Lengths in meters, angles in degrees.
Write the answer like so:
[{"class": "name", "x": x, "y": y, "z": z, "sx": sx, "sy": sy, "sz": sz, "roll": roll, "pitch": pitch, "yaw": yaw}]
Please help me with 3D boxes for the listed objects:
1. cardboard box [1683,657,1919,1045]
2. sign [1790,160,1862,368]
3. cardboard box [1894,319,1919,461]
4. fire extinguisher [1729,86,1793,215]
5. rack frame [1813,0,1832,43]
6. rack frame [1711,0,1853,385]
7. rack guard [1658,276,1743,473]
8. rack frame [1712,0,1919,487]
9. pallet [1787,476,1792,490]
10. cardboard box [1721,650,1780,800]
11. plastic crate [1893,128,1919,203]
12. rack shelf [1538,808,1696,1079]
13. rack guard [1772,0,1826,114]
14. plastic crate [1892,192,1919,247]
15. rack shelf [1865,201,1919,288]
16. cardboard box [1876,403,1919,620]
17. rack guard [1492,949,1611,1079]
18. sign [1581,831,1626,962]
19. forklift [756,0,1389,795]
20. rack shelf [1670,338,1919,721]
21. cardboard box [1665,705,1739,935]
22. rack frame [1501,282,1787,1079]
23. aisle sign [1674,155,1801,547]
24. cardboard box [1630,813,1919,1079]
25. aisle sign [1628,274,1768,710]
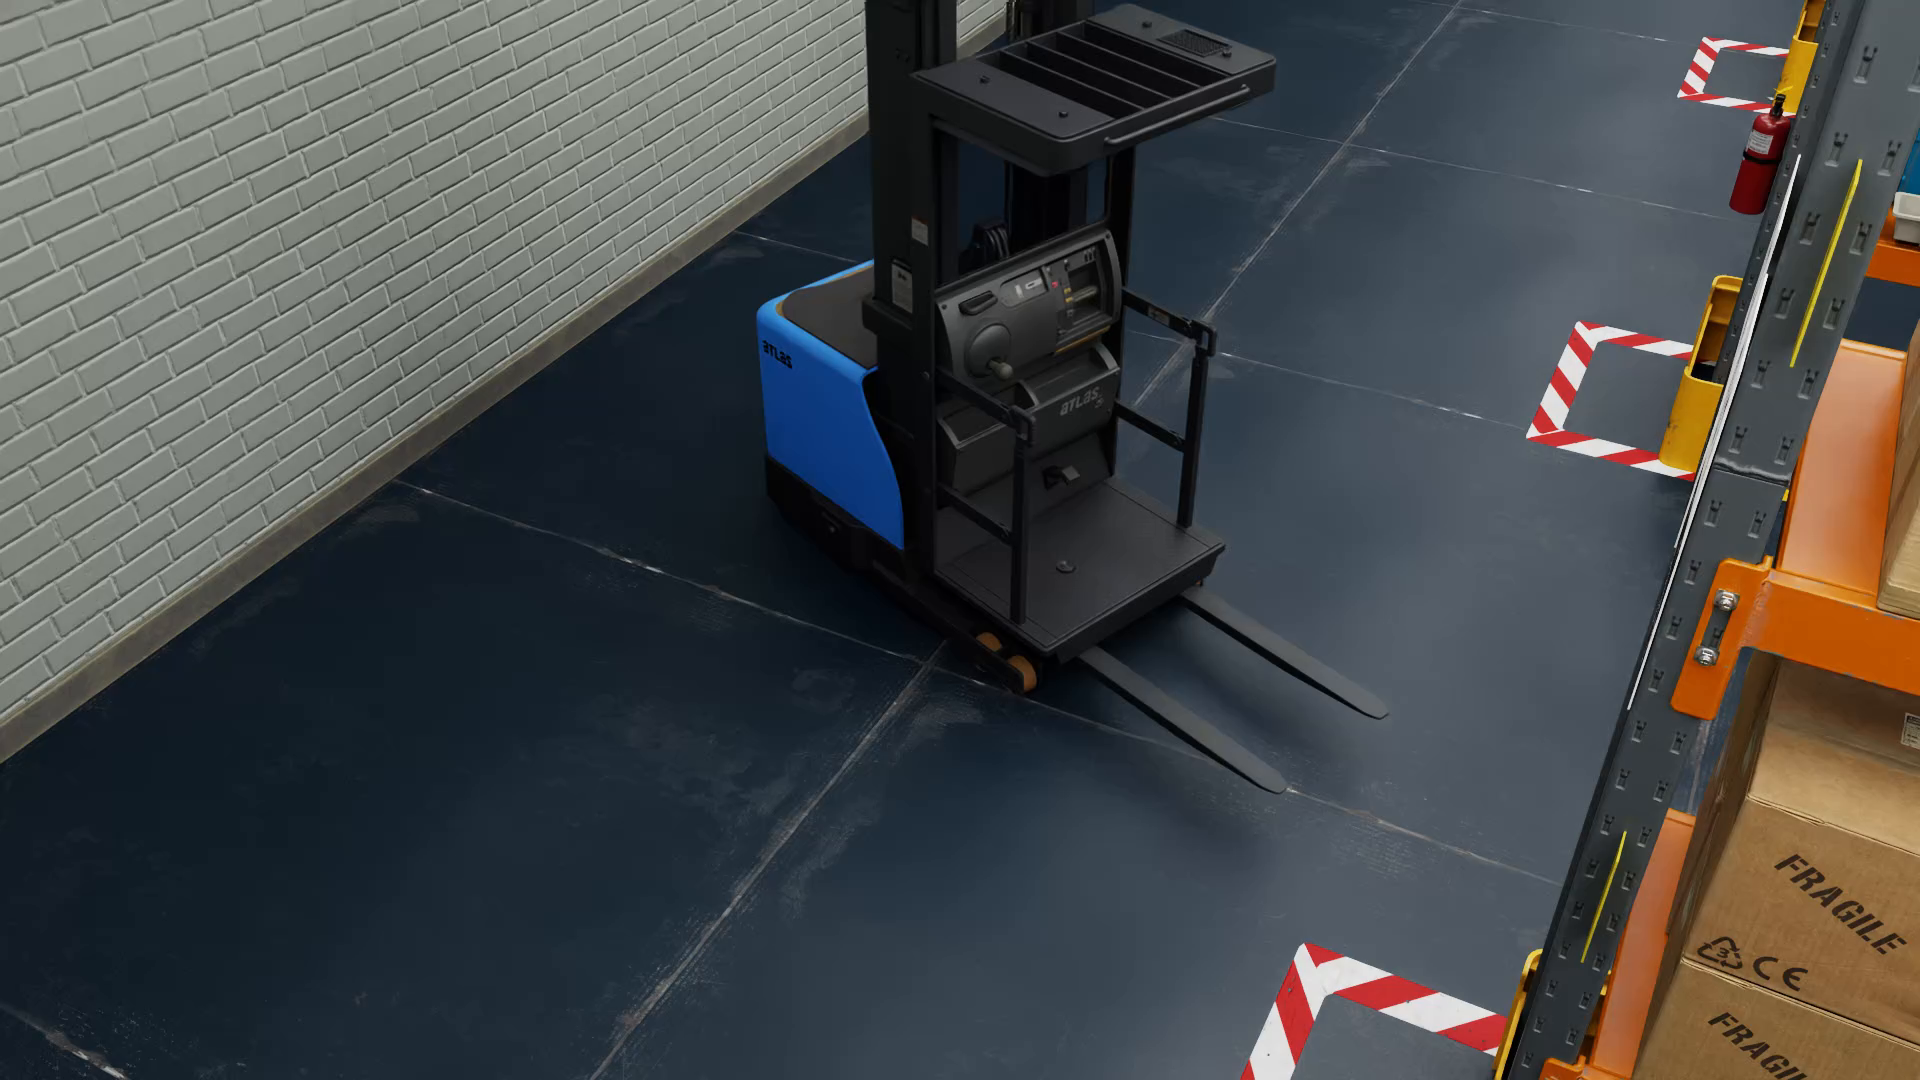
[{"class": "cardboard box", "x": 1.895, "y": 0.643, "z": 3.512, "sx": 0.500, "sy": 0.500, "sz": 0.500, "roll": 19, "pitch": 41, "yaw": 23}, {"class": "sign", "x": 1.373, "y": -0.435, "z": 2.639, "sx": 0.005, "sy": 0.325, "sz": 0.100, "roll": 17, "pitch": 41, "yaw": 21}, {"class": "cardboard box", "x": 2.200, "y": -0.317, "z": 3.330, "sx": 0.500, "sy": 0.250, "sz": 0.500, "roll": 17, "pitch": 41, "yaw": 21}, {"class": "fire extinguisher", "x": 3.979, "y": -1.949, "z": 8.209, "sx": 0.183, "sy": 0.674, "sz": 0.296, "roll": 17, "pitch": 41, "yaw": 21}, {"class": "rack frame", "x": 6.181, "y": -4.501, "z": 11.199, "sx": 0.127, "sy": 3.000, "sz": 1.000, "roll": 17, "pitch": 41, "yaw": 21}, {"class": "rack frame", "x": 3.904, "y": -1.842, "z": 7.696, "sx": 0.127, "sy": 3.000, "sz": 1.000, "roll": 17, "pitch": 41, "yaw": 21}, {"class": "rack guard", "x": 3.876, "y": -0.846, "z": 8.451, "sx": 0.348, "sy": 0.500, "sz": 1.175, "roll": 17, "pitch": 41, "yaw": 21}, {"class": "rack frame", "x": 1.622, "y": -1.573, "z": 2.380, "sx": 0.127, "sy": 3.000, "sz": 1.000, "roll": 17, "pitch": 41, "yaw": 21}, {"class": "pallet", "x": 4.618, "y": -0.481, "z": 8.209, "sx": 1.213, "sy": 0.211, "sz": 1.003, "roll": 17, "pitch": 41, "yaw": 21}, {"class": "cardboard box", "x": 2.144, "y": 0.354, "z": 3.893, "sx": 0.500, "sy": 0.500, "sz": 0.500, "roll": 17, "pitch": 40, "yaw": 21}, {"class": "plastic crate", "x": 4.287, "y": -1.887, "z": 7.676, "sx": 0.499, "sy": 0.435, "sz": 0.616, "roll": 17, "pitch": 41, "yaw": 21}, {"class": "rack shelf", "x": 3.398, "y": 1.659, "z": 3.679, "sx": 4.000, "sy": 0.370, "sz": 1.077, "roll": 17, "pitch": 41, "yaw": 21}, {"class": "rack guard", "x": 6.160, "y": -3.512, "z": 11.964, "sx": 0.348, "sy": 0.500, "sz": 1.175, "roll": 17, "pitch": 41, "yaw": 21}, {"class": "plastic crate", "x": 4.218, "y": -1.382, "z": 7.258, "sx": 0.298, "sy": 0.136, "sz": 0.250, "roll": 17, "pitch": 41, "yaw": 21}, {"class": "rack shelf", "x": 5.680, "y": -0.999, "z": 7.181, "sx": 4.000, "sy": 0.370, "sz": 1.077, "roll": 17, "pitch": 41, "yaw": 21}, {"class": "cardboard box", "x": 1.962, "y": -0.039, "z": 2.964, "sx": 0.500, "sy": 0.250, "sz": 0.500, "roll": 17, "pitch": 41, "yaw": 21}, {"class": "rack guard", "x": 1.690, "y": 1.833, "z": 4.922, "sx": 0.348, "sy": 0.500, "sz": 1.175, "roll": 17, "pitch": 41, "yaw": 21}, {"class": "sign", "x": 1.373, "y": 0.763, "z": 3.548, "sx": 0.005, "sy": 0.325, "sz": 0.100, "roll": 17, "pitch": 41, "yaw": 21}, {"class": "forklift", "x": 0.429, "y": -0.871, "z": 6.474, "sx": 1.130, "sy": 2.935, "sz": 3.031, "roll": -28, "pitch": 45, "yaw": -32}, {"class": "rack shelf", "x": 3.398, "y": 0.464, "z": 2.772, "sx": 4.000, "sy": 0.370, "sz": 1.077, "roll": 17, "pitch": 41, "yaw": 21}, {"class": "cardboard box", "x": 2.145, "y": 0.755, "z": 4.192, "sx": 0.500, "sy": 0.500, "sz": 0.500, "roll": 19, "pitch": 41, "yaw": 23}, {"class": "rack frame", "x": 1.622, "y": 0.816, "z": 4.194, "sx": 0.127, "sy": 3.000, "sz": 1.000, "roll": 17, "pitch": 41, "yaw": 21}, {"class": "aisle sign", "x": 1.703, "y": -0.403, "z": 3.649, "sx": 0.004, "sy": 0.787, "sz": 0.394, "roll": 17, "pitch": 41, "yaw": 21}, {"class": "cardboard box", "x": 1.895, "y": 1.041, "z": 3.814, "sx": 0.500, "sy": 0.500, "sz": 0.500, "roll": 18, "pitch": 41, "yaw": 22}, {"class": "aisle sign", "x": 1.427, "y": -0.081, "z": 3.225, "sx": 0.004, "sy": 0.787, "sz": 0.394, "roll": 17, "pitch": 41, "yaw": 21}]
